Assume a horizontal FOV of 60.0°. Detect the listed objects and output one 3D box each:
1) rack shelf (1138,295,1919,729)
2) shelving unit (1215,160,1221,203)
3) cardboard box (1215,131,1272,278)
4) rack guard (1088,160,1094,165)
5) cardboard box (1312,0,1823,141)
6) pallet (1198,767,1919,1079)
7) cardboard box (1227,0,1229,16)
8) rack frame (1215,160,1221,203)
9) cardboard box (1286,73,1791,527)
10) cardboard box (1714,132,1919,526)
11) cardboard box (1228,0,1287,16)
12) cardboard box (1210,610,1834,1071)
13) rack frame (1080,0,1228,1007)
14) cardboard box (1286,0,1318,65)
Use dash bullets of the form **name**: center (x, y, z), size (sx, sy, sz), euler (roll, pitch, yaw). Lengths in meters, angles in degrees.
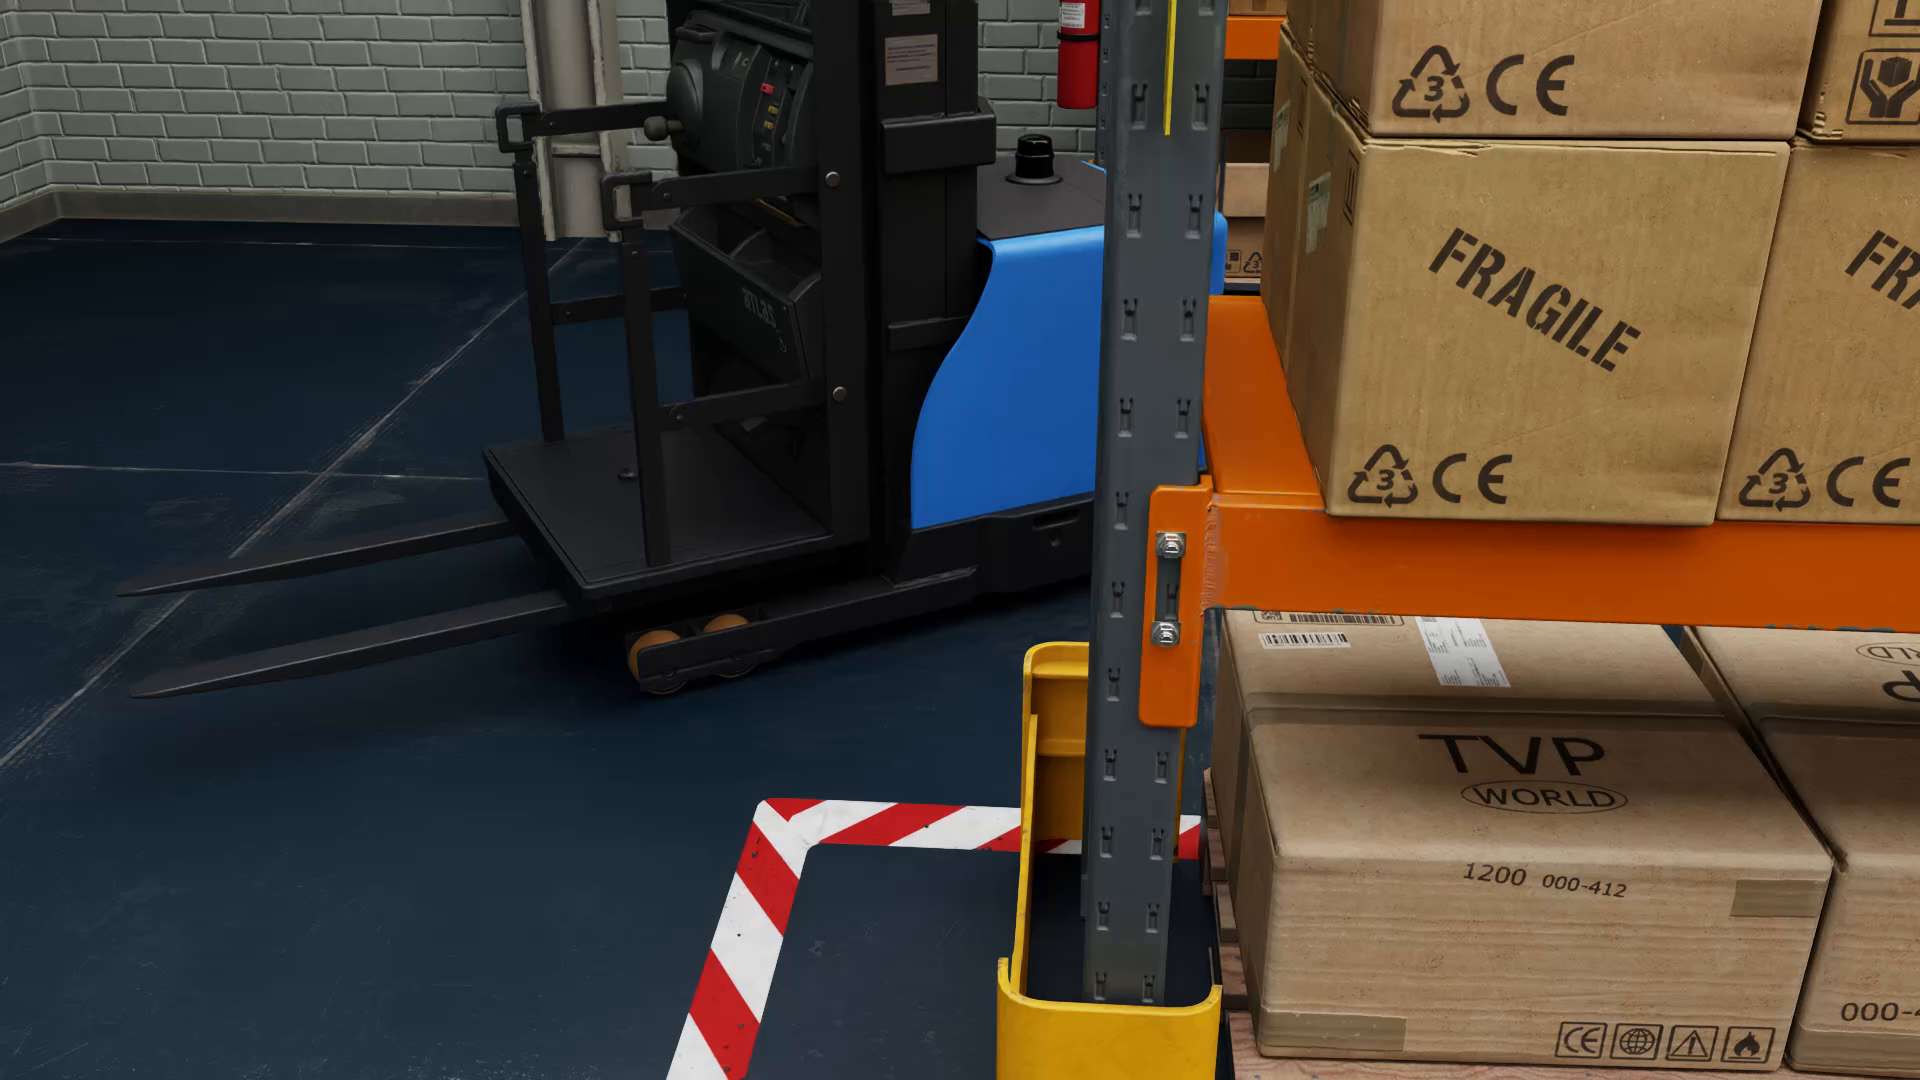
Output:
- **rack shelf**: center (2.289, -0.051, 2.632), size (4.000, 0.370, 1.077), euler (2, 25, 4)
- **shelving unit**: center (0.671, -0.699, 5.333), size (0.183, 1.046, 0.258), euler (-12, 27, -25)
- **cardboard box**: center (1.274, -1.508, 7.423), size (0.637, 0.503, 0.797), euler (1, 25, 2)
- **rack guard**: center (0.747, -1.372, 7.634), size (0.348, 0.500, 1.175), euler (2, 25, 4)
- **cardboard box**: center (0.752, -0.807, 2.100), size (0.500, 0.500, 0.500), euler (1, 25, 3)
- **pallet**: center (1.098, 0.818, 3.219), size (1.213, 0.211, 1.003), euler (2, 25, 4)
- **cardboard box**: center (0.978, -2.271, 6.898), size (0.250, 0.149, 0.380), euler (2, 25, 4)
- **rack frame**: center (0.751, -0.716, 5.372), size (0.002, 1.046, 0.228), euler (-12, 27, -25)
- **cardboard box**: center (0.751, -0.352, 2.307), size (0.500, 0.500, 0.500), euler (2, 25, 4)
- **cardboard box**: center (1.258, -0.347, 2.297), size (0.500, 0.500, 0.500), euler (1, 25, 3)
- **cardboard box**: center (1.235, -2.283, 6.923), size (0.250, 0.149, 0.380), euler (2, 25, 5)
- **cardboard box**: center (0.960, 0.511, 3.113), size (0.875, 0.438, 0.875), euler (1, 25, 2)
- **rack frame**: center (0.295, -0.441, 2.621), size (0.127, 3.000, 1.000), euler (2, 25, 4)
- **cardboard box**: center (0.794, -1.025, 2.573), size (0.500, 0.500, 0.500), euler (3, 25, 6)
